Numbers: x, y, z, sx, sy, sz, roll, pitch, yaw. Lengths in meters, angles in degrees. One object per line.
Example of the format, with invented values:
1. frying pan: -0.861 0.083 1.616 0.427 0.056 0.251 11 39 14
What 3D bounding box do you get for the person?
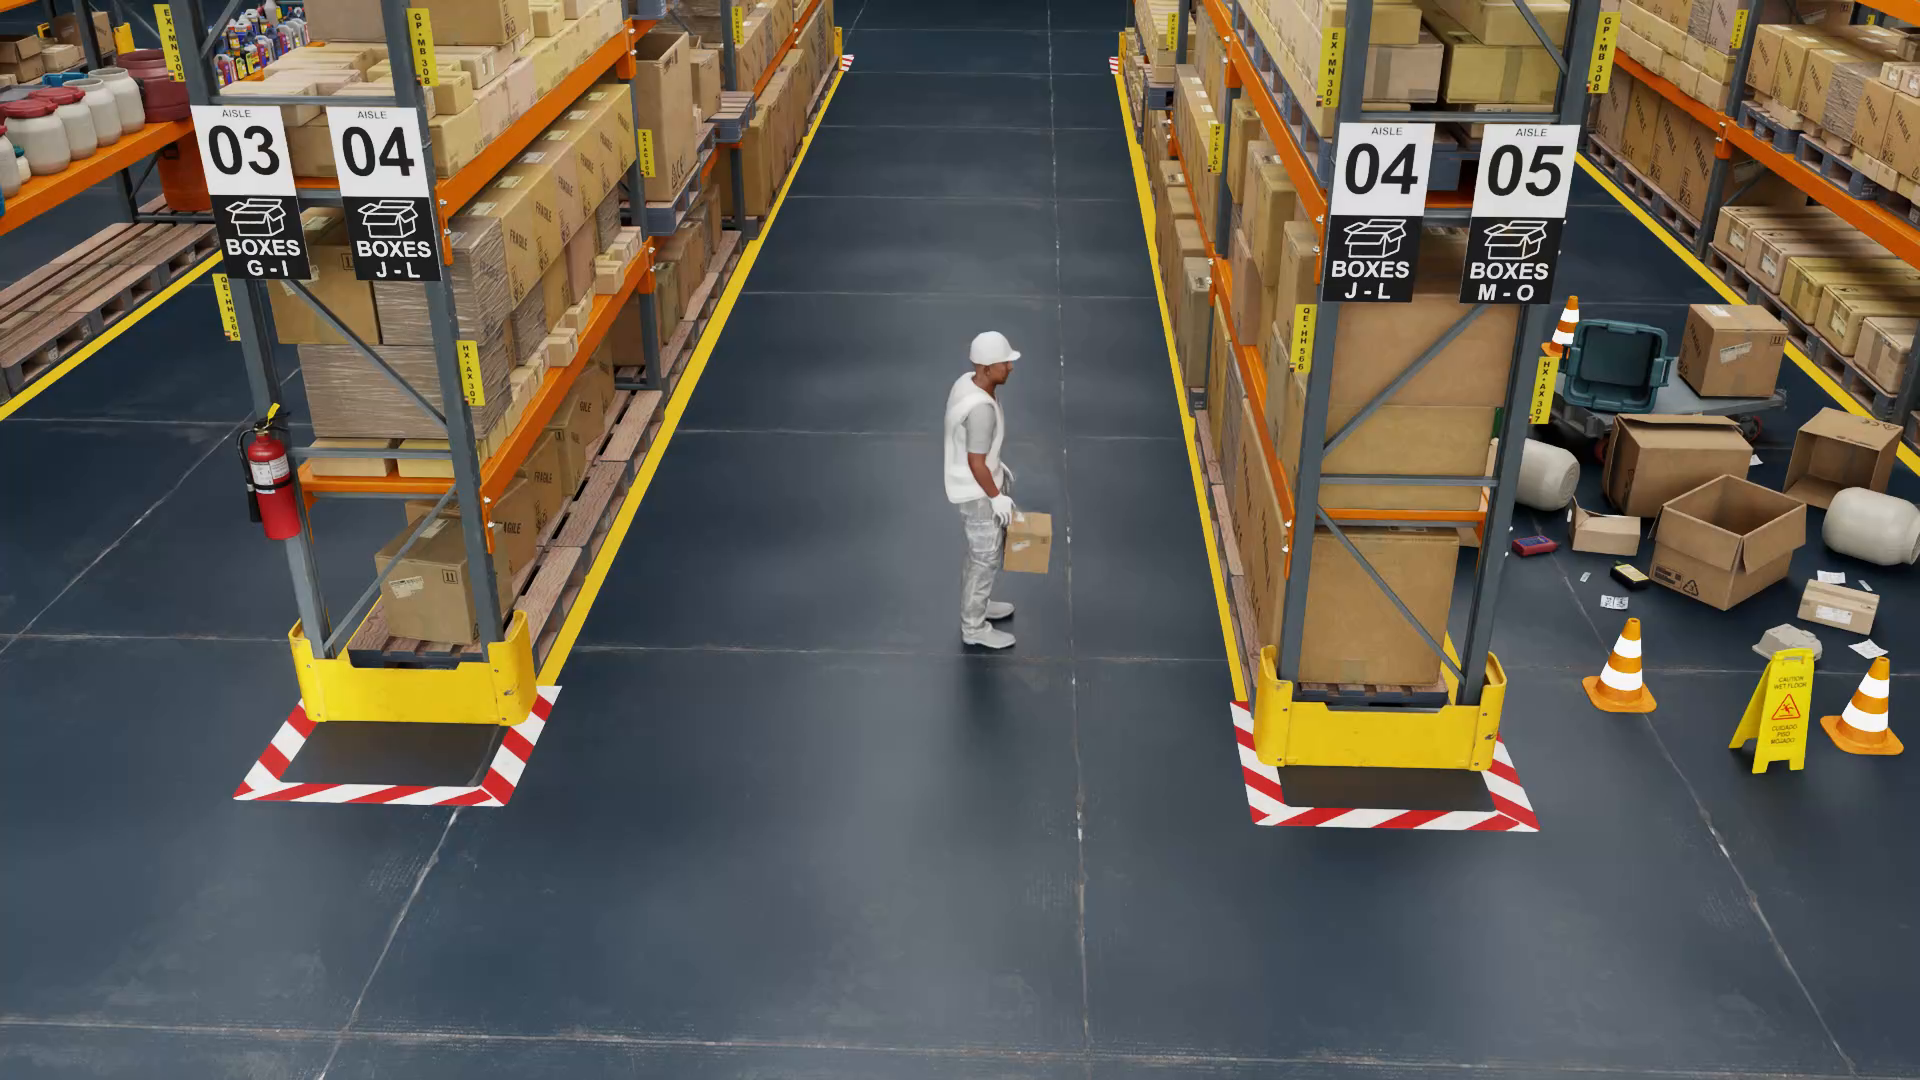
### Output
1. person: 0.117 -0.295 9.163 0.411 1.780 0.575 0 28 1
